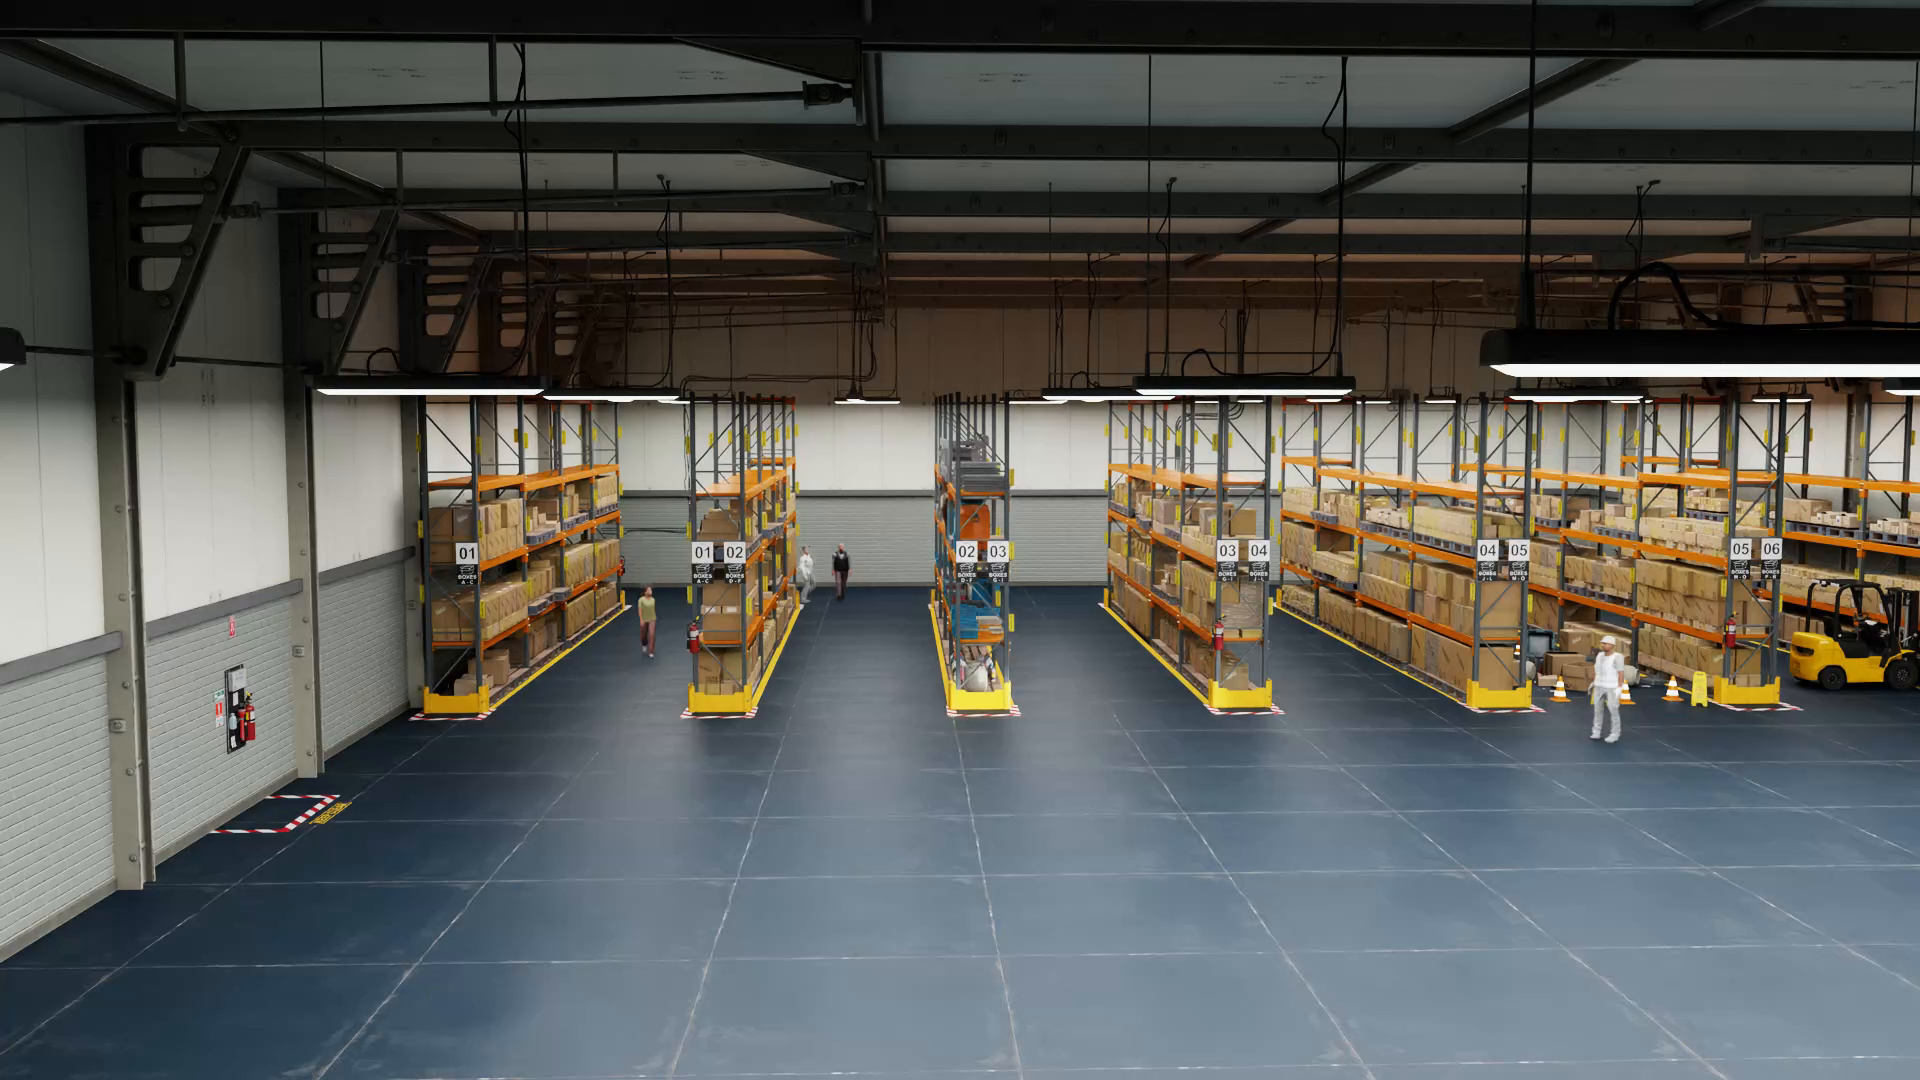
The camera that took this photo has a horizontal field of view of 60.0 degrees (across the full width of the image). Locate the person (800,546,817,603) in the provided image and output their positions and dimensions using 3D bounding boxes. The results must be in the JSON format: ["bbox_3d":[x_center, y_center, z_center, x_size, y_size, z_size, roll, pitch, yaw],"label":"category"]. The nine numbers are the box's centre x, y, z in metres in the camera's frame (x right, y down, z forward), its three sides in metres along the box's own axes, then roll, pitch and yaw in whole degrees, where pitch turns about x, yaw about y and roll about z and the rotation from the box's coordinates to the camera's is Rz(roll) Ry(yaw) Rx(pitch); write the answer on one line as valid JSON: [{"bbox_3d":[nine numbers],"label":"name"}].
[{"bbox_3d":[-4.414,0.993,48.387,0.423,1.675,0.539,1,5,12],"label":"person"}]

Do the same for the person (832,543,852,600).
[{"bbox_3d":[-3.479,0.930,49.064,0.577,1.670,0.999,-1,5,-10],"label":"person"}]

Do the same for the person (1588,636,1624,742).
[{"bbox_3d":[11.083,2.533,28.548,0.412,1.790,0.612,-4,6,-40],"label":"person"}]

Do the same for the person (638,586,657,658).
[{"bbox_3d":[-7.158,1.846,38.138,0.422,1.625,0.840,0,5,-5],"label":"person"}]
